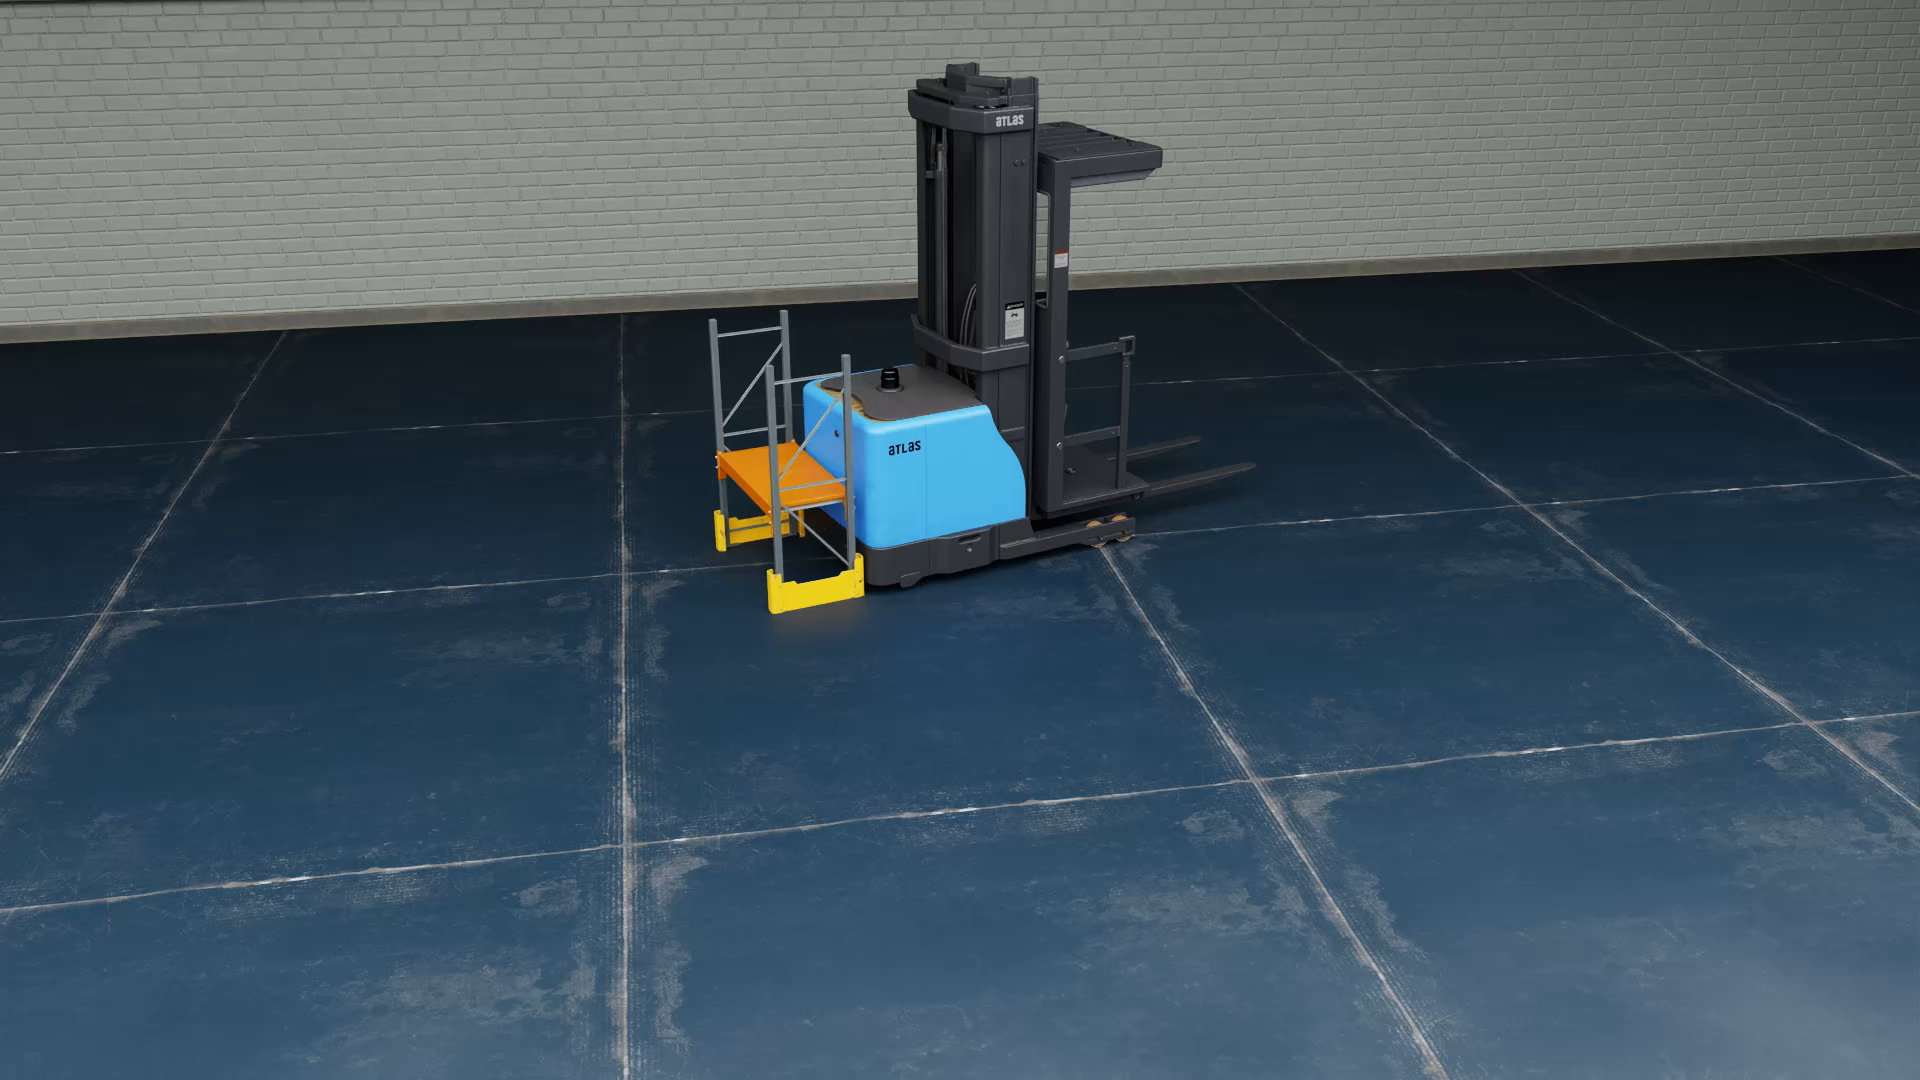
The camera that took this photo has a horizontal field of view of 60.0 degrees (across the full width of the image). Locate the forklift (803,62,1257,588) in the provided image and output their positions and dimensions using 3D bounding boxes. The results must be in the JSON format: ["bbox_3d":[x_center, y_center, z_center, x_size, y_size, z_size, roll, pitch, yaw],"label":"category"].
[{"bbox_3d":[0.550,-1.466,10.446,3.031,2.935,1.130,-13,27,-27],"label":"forklift"}]

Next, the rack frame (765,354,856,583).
[{"bbox_3d":[-0.851,-0.317,9.602,0.500,1.500,0.032,-11,26,-23],"label":"rack frame"}]

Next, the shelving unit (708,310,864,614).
[{"bbox_3d":[-1.067,-0.497,10.014,0.587,1.500,1.083,-11,26,-23],"label":"shelving unit"}]

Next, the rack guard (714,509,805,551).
[{"bbox_3d":[-1.282,-0.104,10.676,0.587,0.250,0.087,-11,26,-23],"label":"rack guard"}]

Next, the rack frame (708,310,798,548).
[{"bbox_3d":[-1.290,-0.684,10.442,0.500,1.500,0.032,-11,26,-23],"label":"rack frame"}]

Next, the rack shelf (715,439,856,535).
[{"bbox_3d":[-1.071,-0.336,10.094,0.538,0.185,1.000,-11,26,-23],"label":"rack shelf"}]

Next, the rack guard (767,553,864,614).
[{"bbox_3d":[-0.852,0.255,9.853,0.587,0.250,0.087,-11,26,-23],"label":"rack guard"}]
